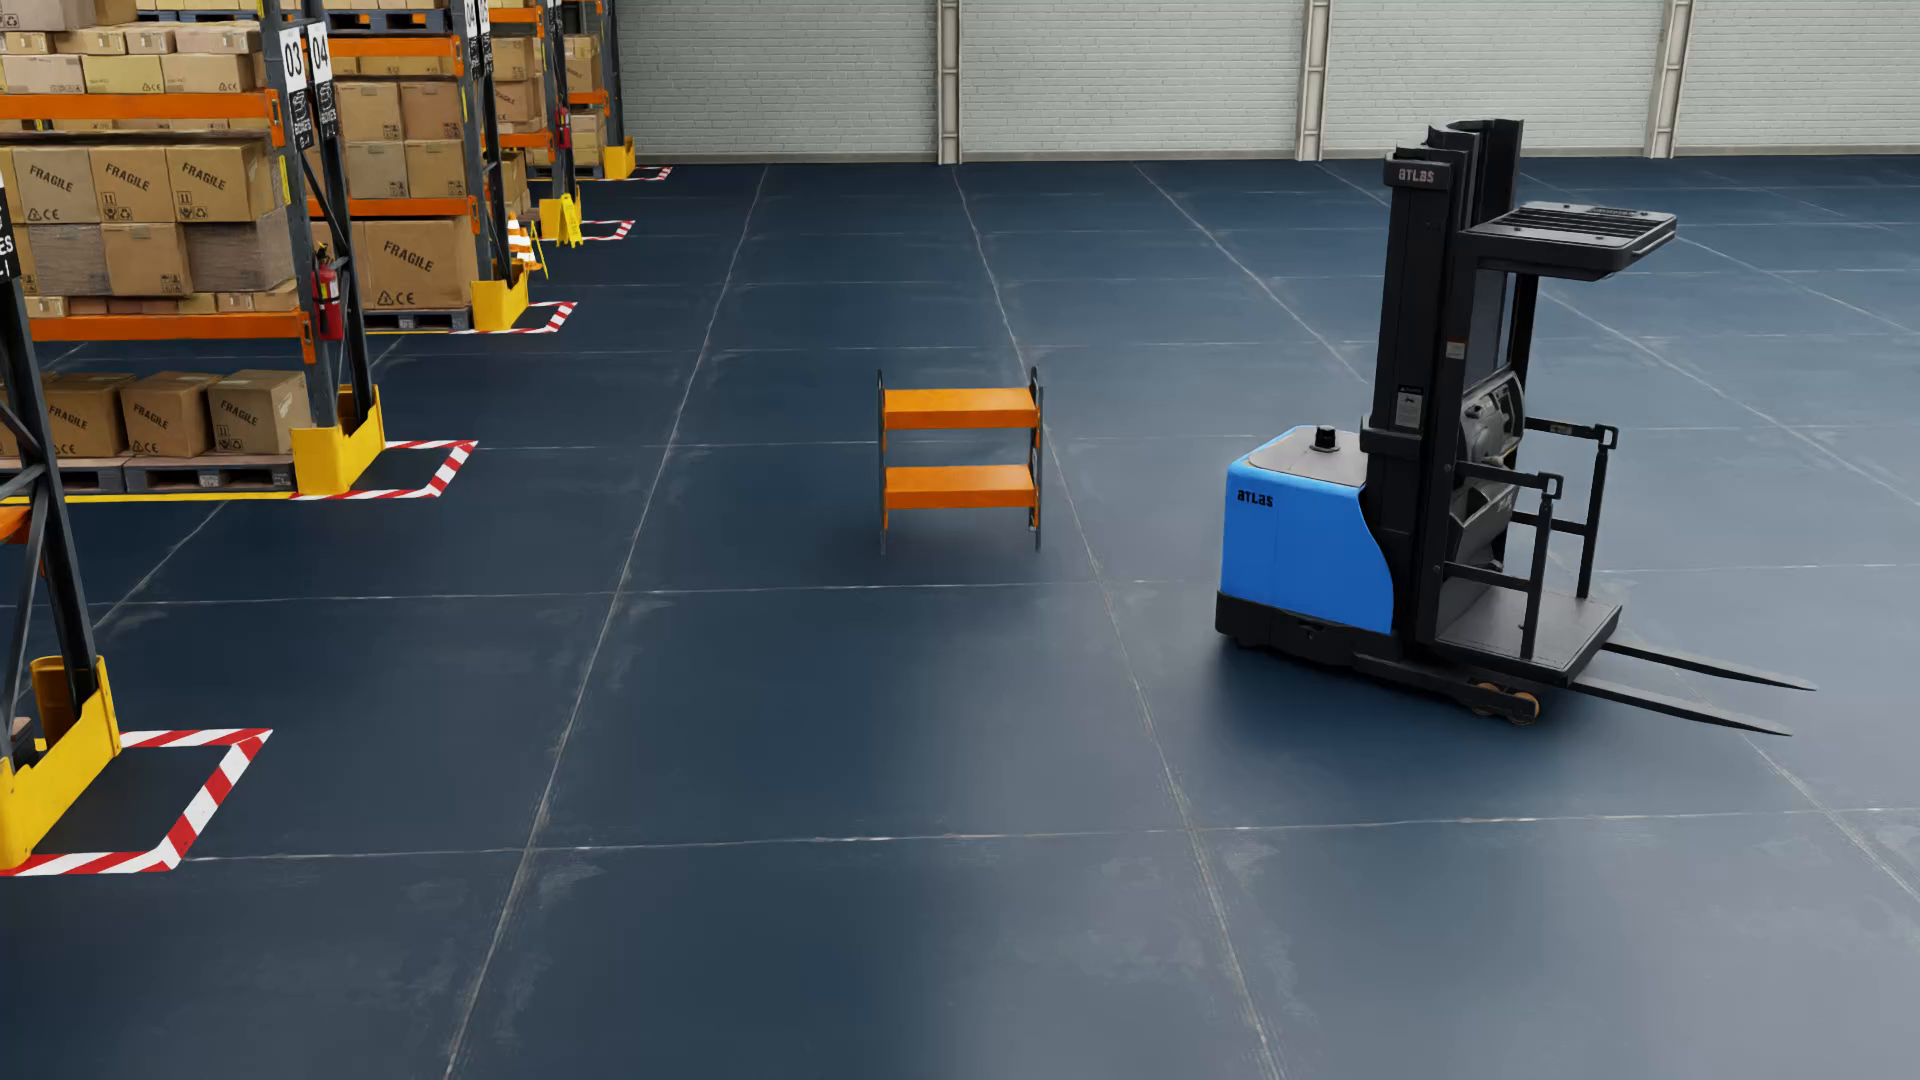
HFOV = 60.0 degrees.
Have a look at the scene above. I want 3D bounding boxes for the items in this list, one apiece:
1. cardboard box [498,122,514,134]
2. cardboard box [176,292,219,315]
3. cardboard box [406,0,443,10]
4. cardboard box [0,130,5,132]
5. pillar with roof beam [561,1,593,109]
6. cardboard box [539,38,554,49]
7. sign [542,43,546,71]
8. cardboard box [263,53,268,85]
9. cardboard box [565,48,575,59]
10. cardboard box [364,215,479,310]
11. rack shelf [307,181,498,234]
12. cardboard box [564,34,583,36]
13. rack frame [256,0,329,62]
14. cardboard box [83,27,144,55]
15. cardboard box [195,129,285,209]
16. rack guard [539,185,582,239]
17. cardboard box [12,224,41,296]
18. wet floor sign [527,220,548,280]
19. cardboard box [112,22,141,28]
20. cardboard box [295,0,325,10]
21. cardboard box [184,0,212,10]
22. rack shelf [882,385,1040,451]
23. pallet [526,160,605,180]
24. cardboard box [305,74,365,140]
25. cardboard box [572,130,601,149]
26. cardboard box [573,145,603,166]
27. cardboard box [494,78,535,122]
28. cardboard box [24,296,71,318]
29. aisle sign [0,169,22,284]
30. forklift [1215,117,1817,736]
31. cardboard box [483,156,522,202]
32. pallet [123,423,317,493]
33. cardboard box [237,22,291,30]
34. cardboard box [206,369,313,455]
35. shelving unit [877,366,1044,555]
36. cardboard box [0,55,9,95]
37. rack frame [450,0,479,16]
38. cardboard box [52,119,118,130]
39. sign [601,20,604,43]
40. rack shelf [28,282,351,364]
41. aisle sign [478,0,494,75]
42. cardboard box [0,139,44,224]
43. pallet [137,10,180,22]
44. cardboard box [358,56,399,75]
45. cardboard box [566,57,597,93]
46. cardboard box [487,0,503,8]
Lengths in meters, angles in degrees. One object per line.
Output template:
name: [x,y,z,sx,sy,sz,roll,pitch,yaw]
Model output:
cardboard box: [-5.733,-5.208,20.936,0.250,0.149,0.380,-1,21,-4]
cardboard box: [-5.329,-1.708,11.745,0.250,0.149,0.380,-1,21,-3]
cardboard box: [-5.054,-5.097,15.700,0.250,0.149,0.380,-1,21,-3]
cardboard box: [-7.121,-2.632,11.854,0.500,0.500,0.500,-1,21,-3]
pillar with roof beam: [-5.913,-8.797,21.579,0.400,9.000,9.100,-1,21,-3]
cardboard box: [-6.262,-7.592,25.376,0.250,0.149,0.380,-1,21,-2]
sign: [-5.114,-5.944,20.447,0.005,0.325,0.100,-1,21,-3]
cardboard box: [-5.055,-3.347,11.690,0.500,0.250,0.500,-1,21,-1]
cardboard box: [-5.996,-7.444,25.405,0.250,0.149,0.380,-1,21,-2]
cardboard box: [-5.415,-2.863,16.821,0.875,0.875,0.875,-1,21,-3]
rack shelf: [-6.738,-3.320,16.636,4.000,0.370,1.077,-1,21,-3]
cardboard box: [-6.029,-7.791,25.899,0.250,0.149,0.380,0,21,-1]
rack frame: [-4.560,-4.736,10.914,0.127,3.000,1.000,-1,21,-3]
cardboard box: [-5.602,-3.313,11.041,0.250,0.149,0.380,-1,21,-3]
cardboard box: [-5.124,-2.671,11.958,0.500,0.500,0.500,-1,21,-3]
rack guard: [-5.201,-4.283,21.669,0.348,0.500,1.175,-1,21,-3]
cardboard box: [-6.604,-2.064,11.767,0.500,0.500,0.875,-1,21,-3]
wet floor sign: [-4.826,-3.300,18.883,0.232,0.644,0.267,-5,21,-12]
cardboard box: [-5.876,-3.524,11.596,0.250,0.149,0.380,-1,21,-3]
cardboard box: [-6.071,-5.076,15.645,0.250,0.149,0.380,-1,21,-4]
cardboard box: [-7.081,-5.056,15.592,0.250,0.149,0.380,-1,21,-3]
rack shelf: [-0.007,-0.799,10.816,1.000,0.278,0.538,-1,21,-3]
pallet: [-6.173,-5.883,26.276,1.213,0.211,1.003,-1,21,-3]
cardboard box: [-6.225,-4.271,16.394,0.550,0.550,0.875,-1,21,-3]
cardboard box: [-5.880,-6.240,25.867,0.500,0.250,0.500,-1,21,-4]
cardboard box: [-5.863,-6.006,25.954,0.500,0.250,0.500,-1,21,-3]
cardboard box: [-5.651,-5.530,20.872,0.500,0.500,0.500,-2,21,-4]
cardboard box: [-6.324,-1.668,11.641,0.250,0.149,0.380,-1,21,-3]
aisle sign: [-4.222,-1.494,7.175,0.004,0.787,0.394,-1,21,-3]
forklift: [2.968,-0.626,8.646,3.031,2.935,1.130,14,25,33]
cardboard box: [-5.910,-4.606,21.223,0.500,0.500,0.500,-1,21,-3]
pallet: [-5.448,-0.624,12.464,1.213,0.211,1.003,-1,21,-3]
cardboard box: [-4.848,-3.527,11.605,0.250,0.149,0.380,-1,21,-3]
cardboard box: [-5.184,-0.954,12.334,0.500,0.500,0.500,3,21,7]
shelving unit: [-0.007,-0.526,10.920,1.048,1.125,0.538,-1,21,-3]
cardboard box: [-6.539,-3.134,11.132,0.500,0.250,0.500,-2,21,-4]
rack frame: [-4.742,-6.500,15.548,0.127,3.000,1.000,-1,21,-3]
cardboard box: [-8.365,-4.186,16.170,0.550,0.550,0.875,-1,21,-3]
sign: [-5.395,-7.675,25.104,0.005,0.325,0.100,-1,21,-3]
rack shelf: [-6.556,-1.556,12.003,4.000,0.370,1.077,-1,21,-3]
aisle sign: [-4.688,-5.020,16.436,0.004,0.787,0.394,-1,21,-3]
cardboard box: [-6.592,-2.458,11.398,0.500,0.500,0.500,-1,21,-3]
pallet: [-7.918,-4.989,15.918,1.213,0.211,1.003,-1,21,-3]
cardboard box: [-7.138,-6.003,20.708,0.500,0.500,0.700,-1,21,-3]
cardboard box: [-5.889,-7.160,25.570,0.500,0.500,0.500,-2,21,-4]
cardboard box: [-5.712,-6.614,20.415,0.250,0.149,0.380,-1,21,-3]
